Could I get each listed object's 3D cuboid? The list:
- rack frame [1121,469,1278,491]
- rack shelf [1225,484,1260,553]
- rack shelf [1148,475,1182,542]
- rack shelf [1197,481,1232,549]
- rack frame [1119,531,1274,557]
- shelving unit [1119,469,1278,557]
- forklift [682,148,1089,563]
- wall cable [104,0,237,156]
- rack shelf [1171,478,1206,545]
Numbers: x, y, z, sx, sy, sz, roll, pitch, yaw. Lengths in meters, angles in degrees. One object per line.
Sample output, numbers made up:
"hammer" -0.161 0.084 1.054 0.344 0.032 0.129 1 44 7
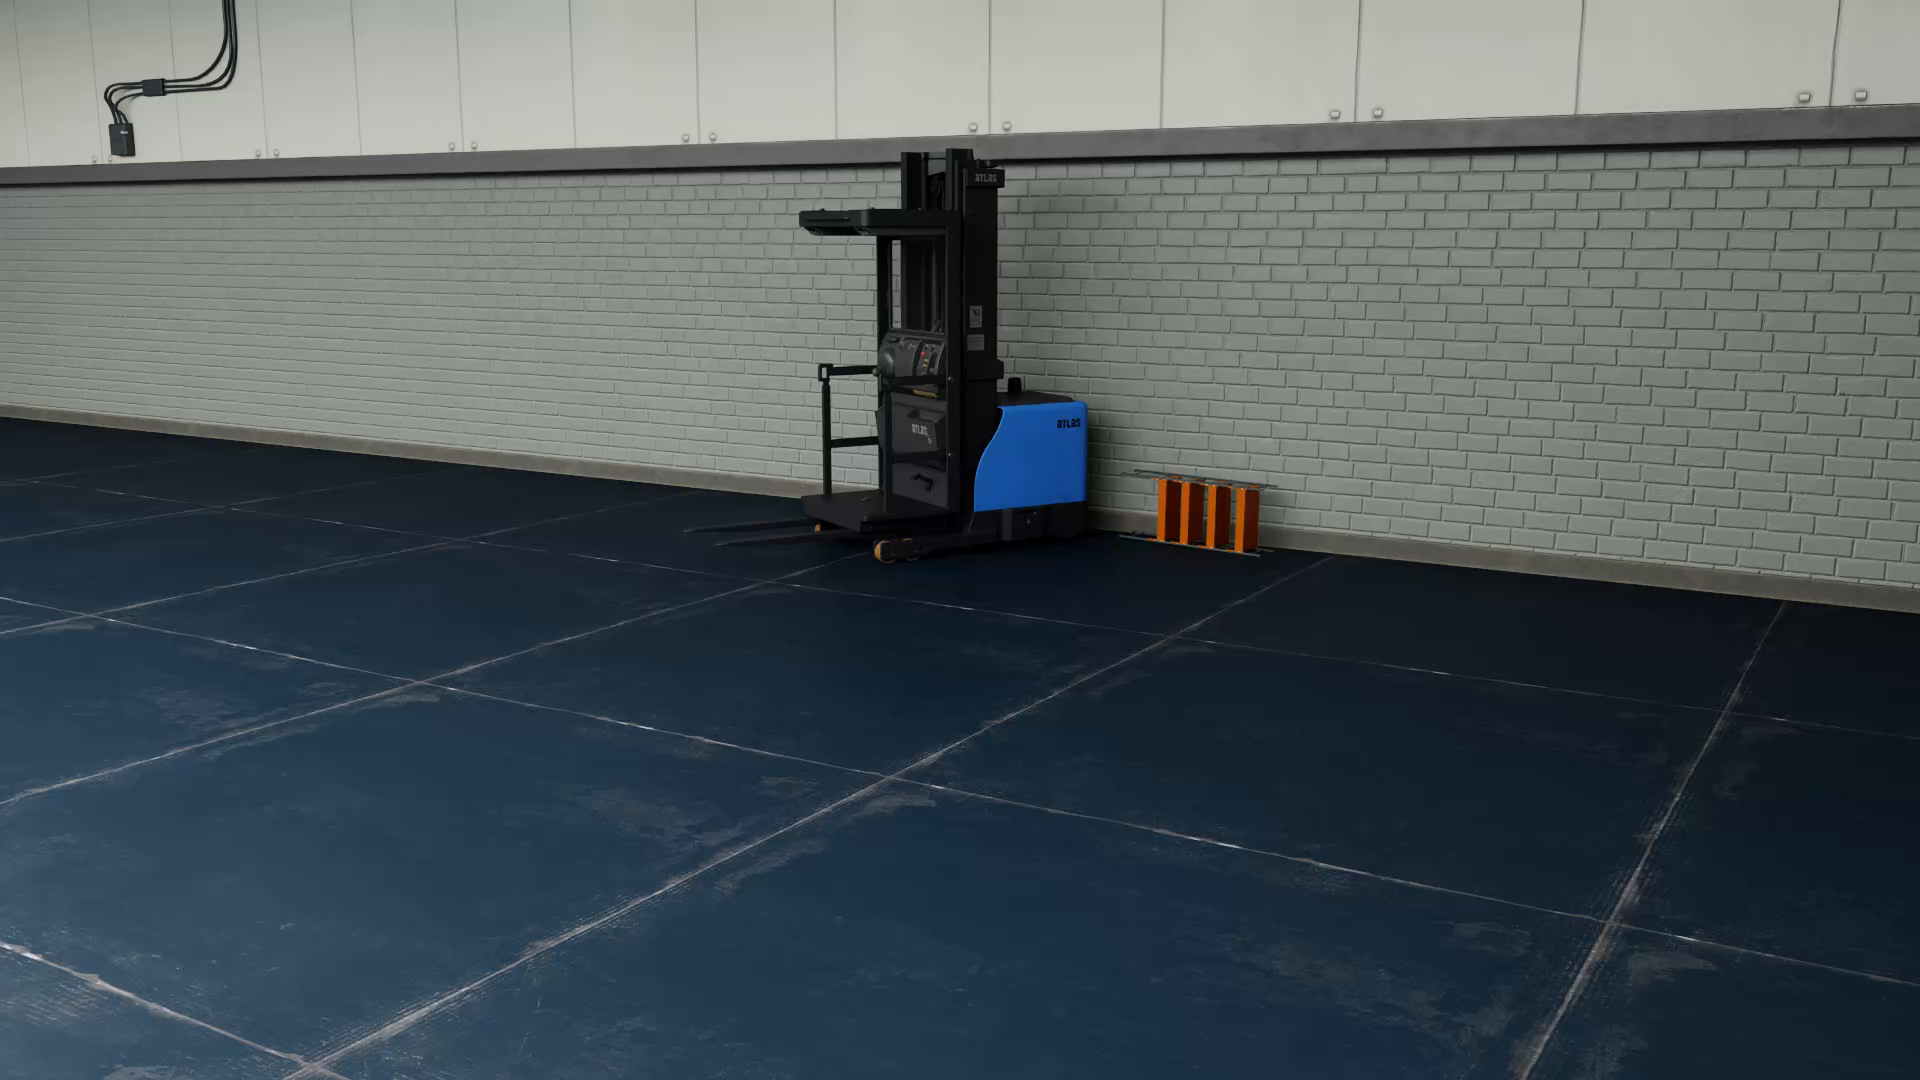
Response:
"rack frame" 1.794 -0.454 12.546 1.200 0.015 0.240 9 14 35
"rack shelf" 2.108 -0.165 12.366 0.148 0.480 0.258 9 14 35
"rack shelf" 1.577 -0.247 12.747 0.148 0.480 0.258 9 14 35
"rack shelf" 1.917 -0.195 12.503 0.148 0.480 0.258 9 14 35
"rack frame" 1.788 0.025 12.640 1.200 0.015 0.240 9 14 35
"shelving unit" 1.791 -0.214 12.593 1.200 0.503 0.258 9 14 35
"forklift" -0.539 -1.382 12.287 3.031 2.935 1.130 -6 12 -30
"wall cable" -8.770 -7.275 18.034 2.305 6.003 0.169 6 12 31
"rack shelf" 1.737 -0.223 12.632 0.148 0.480 0.258 9 14 35
